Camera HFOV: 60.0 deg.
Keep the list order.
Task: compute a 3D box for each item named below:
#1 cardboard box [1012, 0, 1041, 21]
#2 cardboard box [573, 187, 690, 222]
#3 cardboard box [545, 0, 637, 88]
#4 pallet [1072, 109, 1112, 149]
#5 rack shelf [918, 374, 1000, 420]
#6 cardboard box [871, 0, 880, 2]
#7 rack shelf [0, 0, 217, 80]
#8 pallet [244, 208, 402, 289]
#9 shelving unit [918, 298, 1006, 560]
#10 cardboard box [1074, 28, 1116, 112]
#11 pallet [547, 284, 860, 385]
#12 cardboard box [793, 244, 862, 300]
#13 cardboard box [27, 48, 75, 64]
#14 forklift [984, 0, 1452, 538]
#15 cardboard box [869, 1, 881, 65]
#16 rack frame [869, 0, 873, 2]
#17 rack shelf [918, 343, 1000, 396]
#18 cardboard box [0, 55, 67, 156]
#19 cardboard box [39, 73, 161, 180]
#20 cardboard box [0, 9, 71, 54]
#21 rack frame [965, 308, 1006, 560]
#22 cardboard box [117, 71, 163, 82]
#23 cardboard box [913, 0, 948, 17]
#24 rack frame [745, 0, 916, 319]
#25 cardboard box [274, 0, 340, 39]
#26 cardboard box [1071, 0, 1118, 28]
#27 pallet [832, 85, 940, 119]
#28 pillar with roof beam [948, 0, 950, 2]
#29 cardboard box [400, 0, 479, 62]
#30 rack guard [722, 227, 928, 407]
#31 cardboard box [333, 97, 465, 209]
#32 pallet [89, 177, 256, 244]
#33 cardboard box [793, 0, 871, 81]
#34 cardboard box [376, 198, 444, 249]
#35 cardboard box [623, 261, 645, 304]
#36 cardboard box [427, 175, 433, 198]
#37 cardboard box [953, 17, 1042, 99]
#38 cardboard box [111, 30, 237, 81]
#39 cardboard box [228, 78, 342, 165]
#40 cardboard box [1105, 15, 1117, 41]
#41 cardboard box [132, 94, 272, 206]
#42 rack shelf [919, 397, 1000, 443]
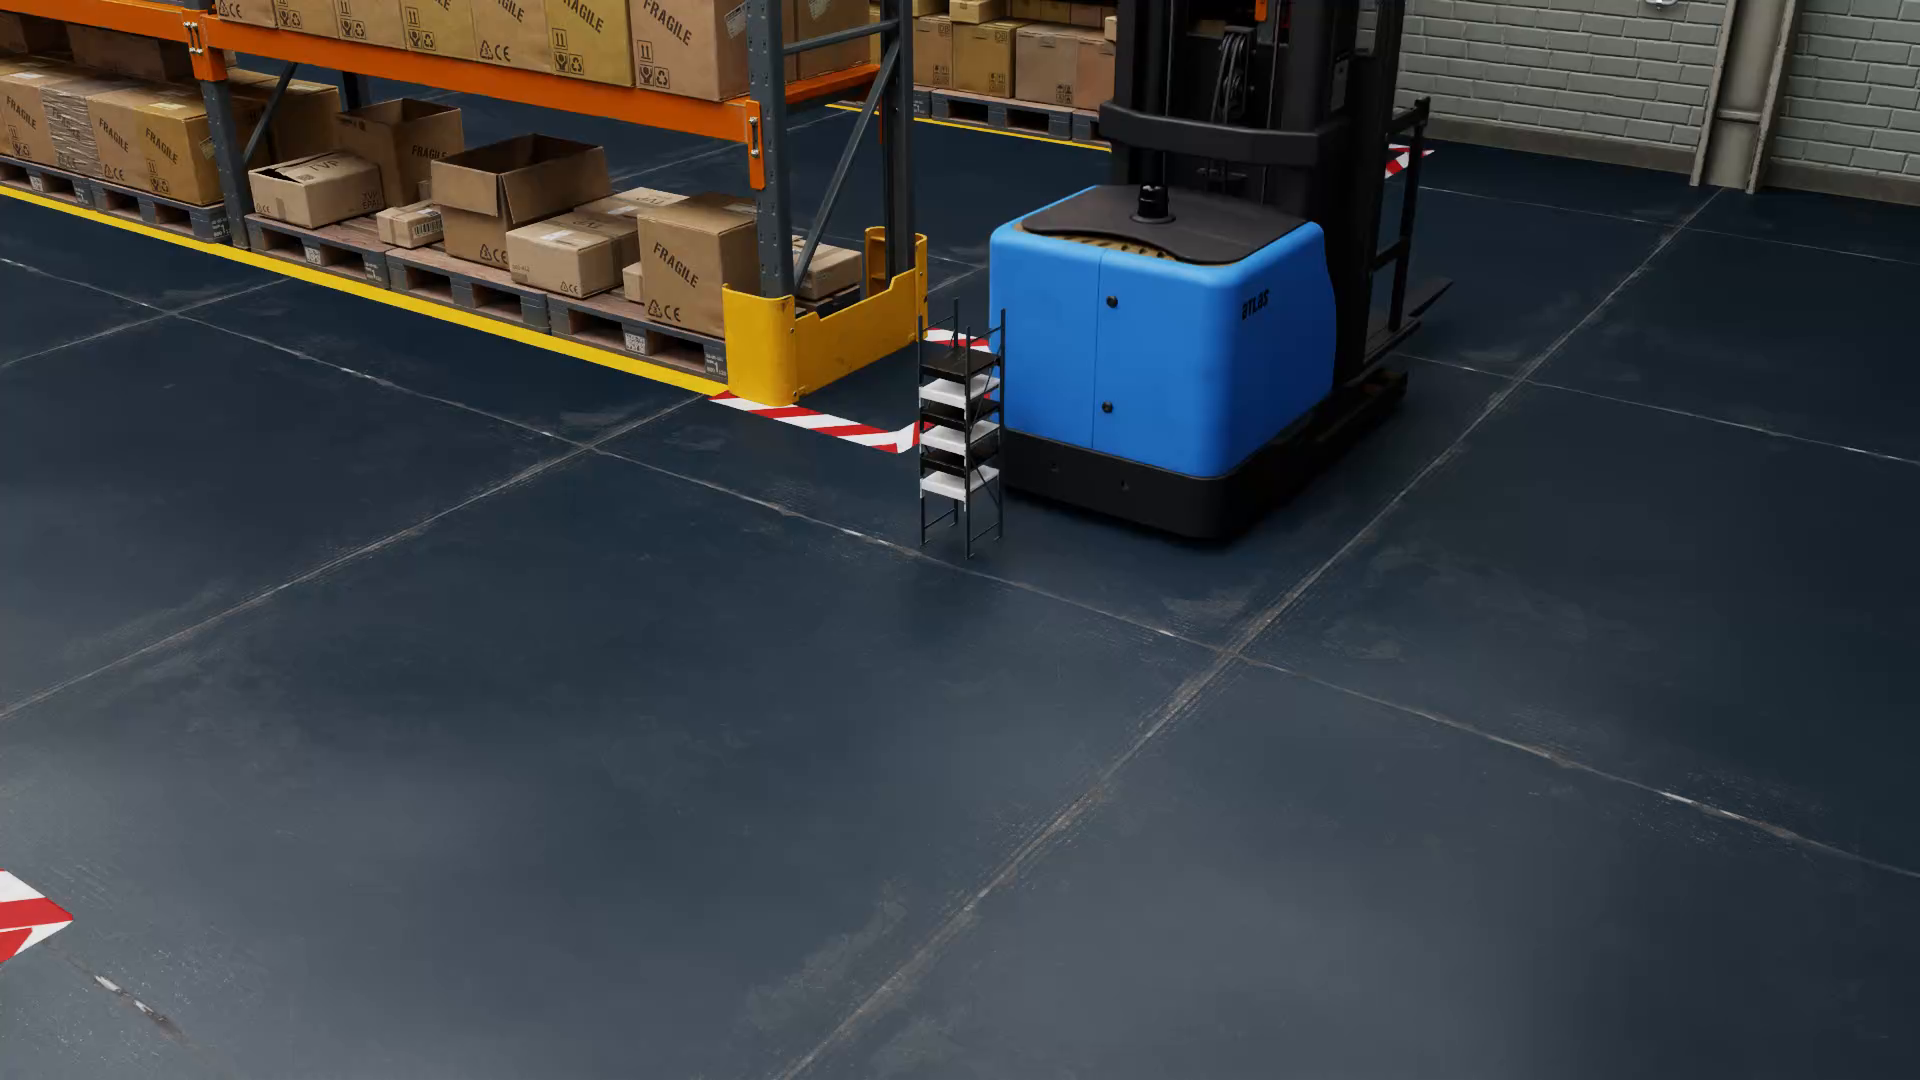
[{"bbox_3d":[0.586,-3.951,12.284,0.250,0.149,0.380,17,31,29],"label":"cardboard box"},{"bbox_3d":[-1.655,-1.634,8.700,0.500,0.250,0.500,17,32,30],"label":"cardboard box"},{"bbox_3d":[-1.496,-2.351,7.451,0.500,0.500,0.500,18,32,31],"label":"cardboard box"},{"bbox_3d":[1.555,-2.947,11.808,1.213,0.211,1.003,17,32,30],"label":"pallet"},{"bbox_3d":[0.007,-0.530,5.975,0.200,0.077,0.258,17,32,30],"label":"rack shelf"},{"bbox_3d":[-0.488,-4.284,12.939,0.250,0.149,0.380,17,32,30],"label":"cardboard box"},{"bbox_3d":[-5.489,-3.381,10.379,4.000,0.370,1.077,17,32,30],"label":"rack shelf"},{"bbox_3d":[-3.275,-1.768,9.492,1.213,0.211,1.003,17,32,30],"label":"pallet"},{"bbox_3d":[0.007,-0.399,6.042,0.210,0.900,0.258,17,32,30],"label":"shelving unit"},{"bbox_3d":[1.212,-3.358,11.834,0.500,0.500,0.700,17,32,30],"label":"cardboard box"},{"bbox_3d":[-1.264,-1.142,8.261,1.213,0.211,1.003,17,32,30],"label":"pallet"},{"bbox_3d":[-0.694,-1.322,8.199,0.250,0.149,0.380,17,32,30],"label":"cardboard box"},{"bbox_3d":[-5.807,-3.012,11.132,0.500,0.500,0.500,16,31,29],"label":"cardboard box"},{"bbox_3d":[1.338,-1.930,6.811,1.130,2.935,3.031,17,32,30],"label":"forklift"},{"bbox_3d":[-0.481,-3.884,12.867,0.500,0.500,0.700,18,32,31],"label":"cardboard box"},{"bbox_3d":[-1.039,-5.041,12.848,0.127,3.000,1.000,17,32,30],"label":"rack frame"},{"bbox_3d":[0.007,-0.610,5.934,0.200,0.077,0.258,17,32,30],"label":"rack shelf"},{"bbox_3d":[-6.079,-2.810,10.736,0.500,0.500,0.500,17,31,30],"label":"cardboard box"},{"bbox_3d":[-5.225,-2.549,10.222,0.500,0.500,0.500,18,32,31],"label":"cardboard box"},{"bbox_3d":[-6.185,-3.466,11.198,0.500,0.250,0.500,19,32,32],"label":"cardboard box"},{"bbox_3d":[0.090,-0.373,5.990,0.006,0.900,0.240,17,32,30],"label":"rack frame"},{"bbox_3d":[-4.955,-2.749,10.616,0.500,0.500,0.500,18,32,31],"label":"cardboard box"},{"bbox_3d":[-0.302,-4.017,12.413,0.250,0.149,0.380,19,32,32],"label":"cardboard box"},{"bbox_3d":[-0.543,-2.161,7.189,0.127,3.000,1.000,17,32,30],"label":"rack frame"},{"bbox_3d":[-3.151,-2.869,8.471,0.500,0.500,0.500,18,32,31],"label":"cardboard box"},{"bbox_3d":[1.007,-3.820,12.027,0.250,0.149,0.380,18,32,31],"label":"cardboard box"},{"bbox_3d":[-0.456,-3.574,13.039,1.213,0.211,1.003,17,32,30],"label":"pallet"},{"bbox_3d":[-2.410,-6.249,8.607,0.400,9.000,9.100,17,32,30],"label":"pillar with roof beam"},{"bbox_3d":[-2.320,-2.610,7.961,0.500,0.500,0.500,17,31,30],"label":"cardboard box"},{"bbox_3d":[-0.606,-1.066,7.794,0.348,0.500,1.175,17,32,30],"label":"rack guard"},{"bbox_3d":[-3.210,-2.230,9.595,0.500,0.500,0.500,17,32,30],"label":"cardboard box"},{"bbox_3d":[-4.532,-2.140,10.222,1.213,0.211,1.003,17,32,30],"label":"pallet"},{"bbox_3d":[-0.760,-2.418,7.584,0.500,0.500,0.500,18,32,31],"label":"cardboard box"},{"bbox_3d":[-2.898,-1.714,8.950,0.250,0.166,0.380,17,32,30],"label":"cardboard box"},{"bbox_3d":[-1.414,-1.279,8.095,0.250,0.166,0.380,17,32,30],"label":"cardboard box"},{"bbox_3d":[-2.592,-1.953,9.260,0.500,0.311,0.500,17,32,30],"label":"cardboard box"},{"bbox_3d":[0.353,-3.621,12.351,0.500,0.500,0.700,18,32,31],"label":"cardboard box"},{"bbox_3d":[-4.926,-3.076,10.432,0.500,0.250,0.500,17,32,30],"label":"cardboard box"},{"bbox_3d":[-4.101,-2.485,10.097,0.500,0.500,0.500,16,31,28],"label":"cardboard box"},{"bbox_3d":[1.204,-3.549,11.493,0.250,0.149,0.380,18,32,32],"label":"cardboard box"},{"bbox_3d":[-4.410,-2.290,9.713,0.500,0.500,0.500,17,32,30],"label":"cardboard box"},{"bbox_3d":[0.007,-0.449,6.016,0.200,0.077,0.258,17,32,30],"label":"rack shelf"}]
